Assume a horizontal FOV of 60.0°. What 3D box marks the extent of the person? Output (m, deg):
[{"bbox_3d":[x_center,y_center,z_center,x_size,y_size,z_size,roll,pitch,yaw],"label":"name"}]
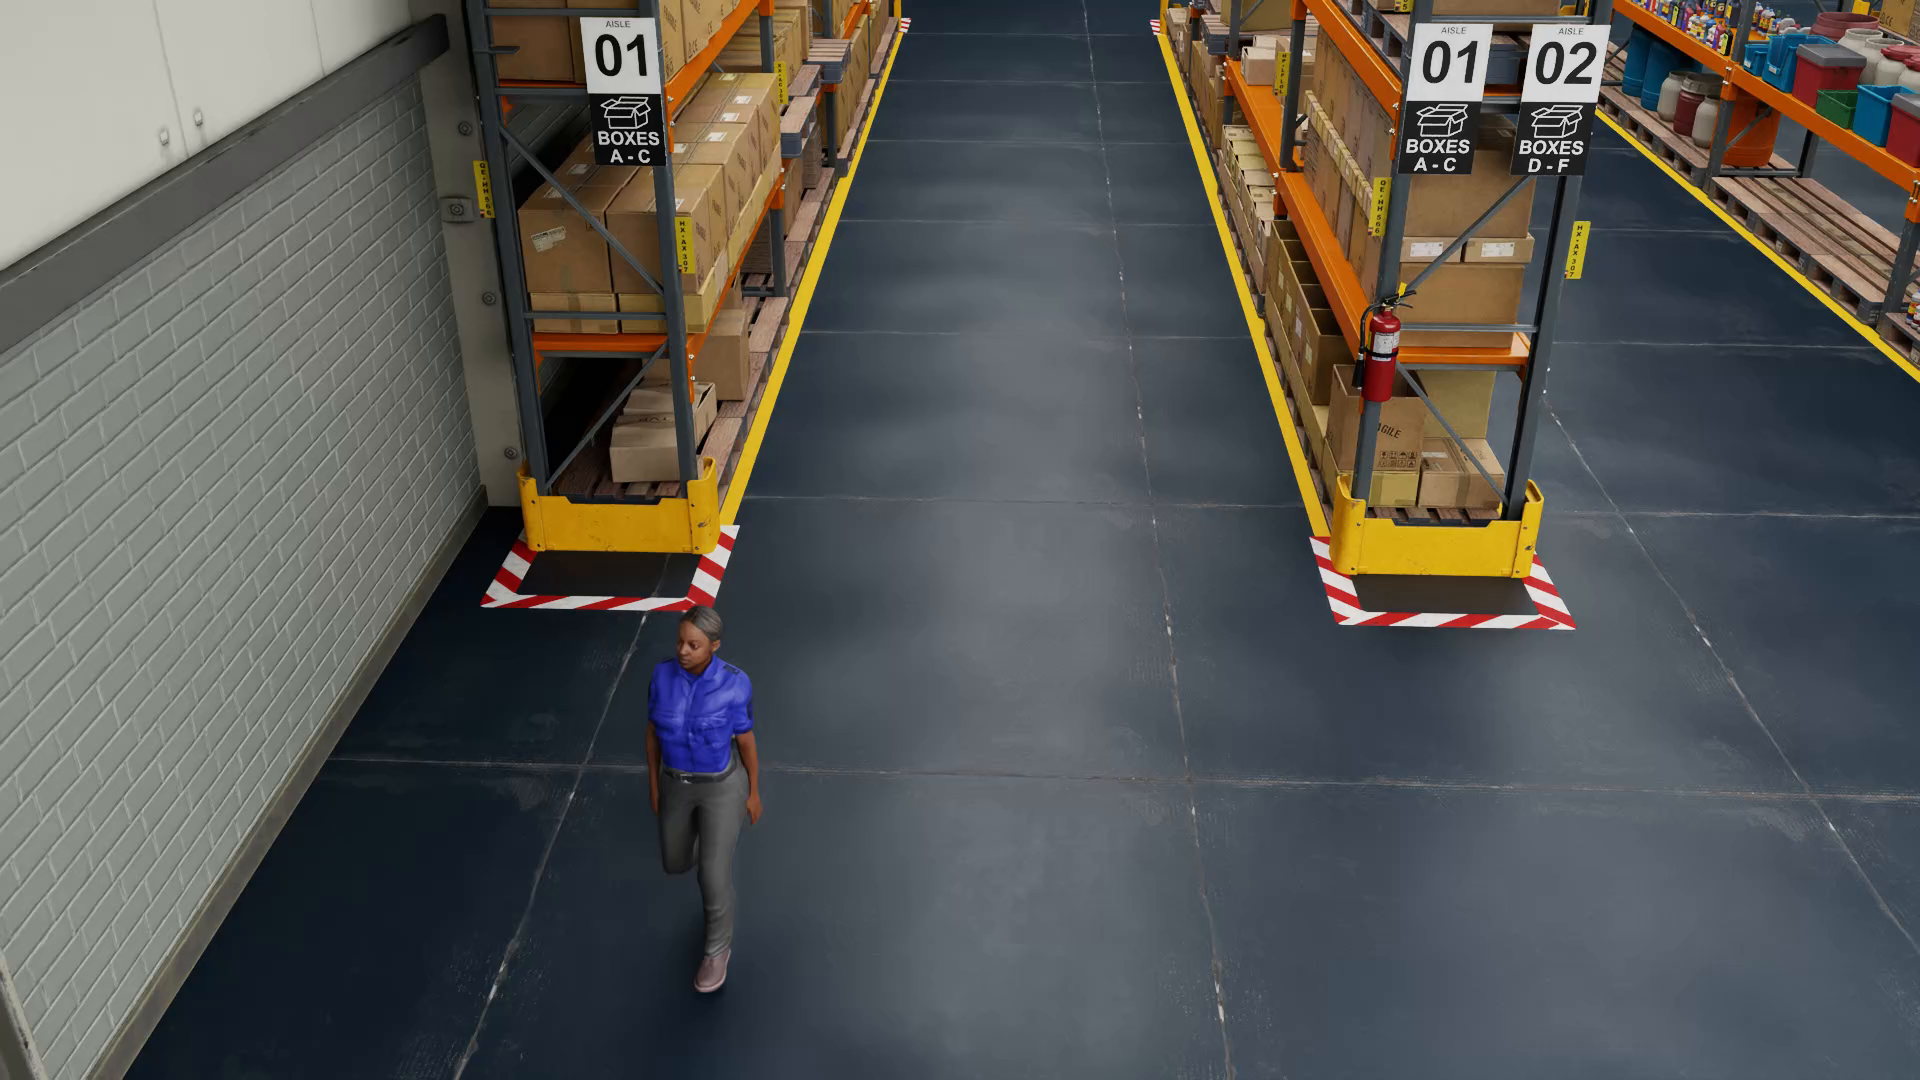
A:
[{"bbox_3d":[-1.031,0.937,6.789,0.461,1.559,0.594,7,29,13],"label":"person"}]
